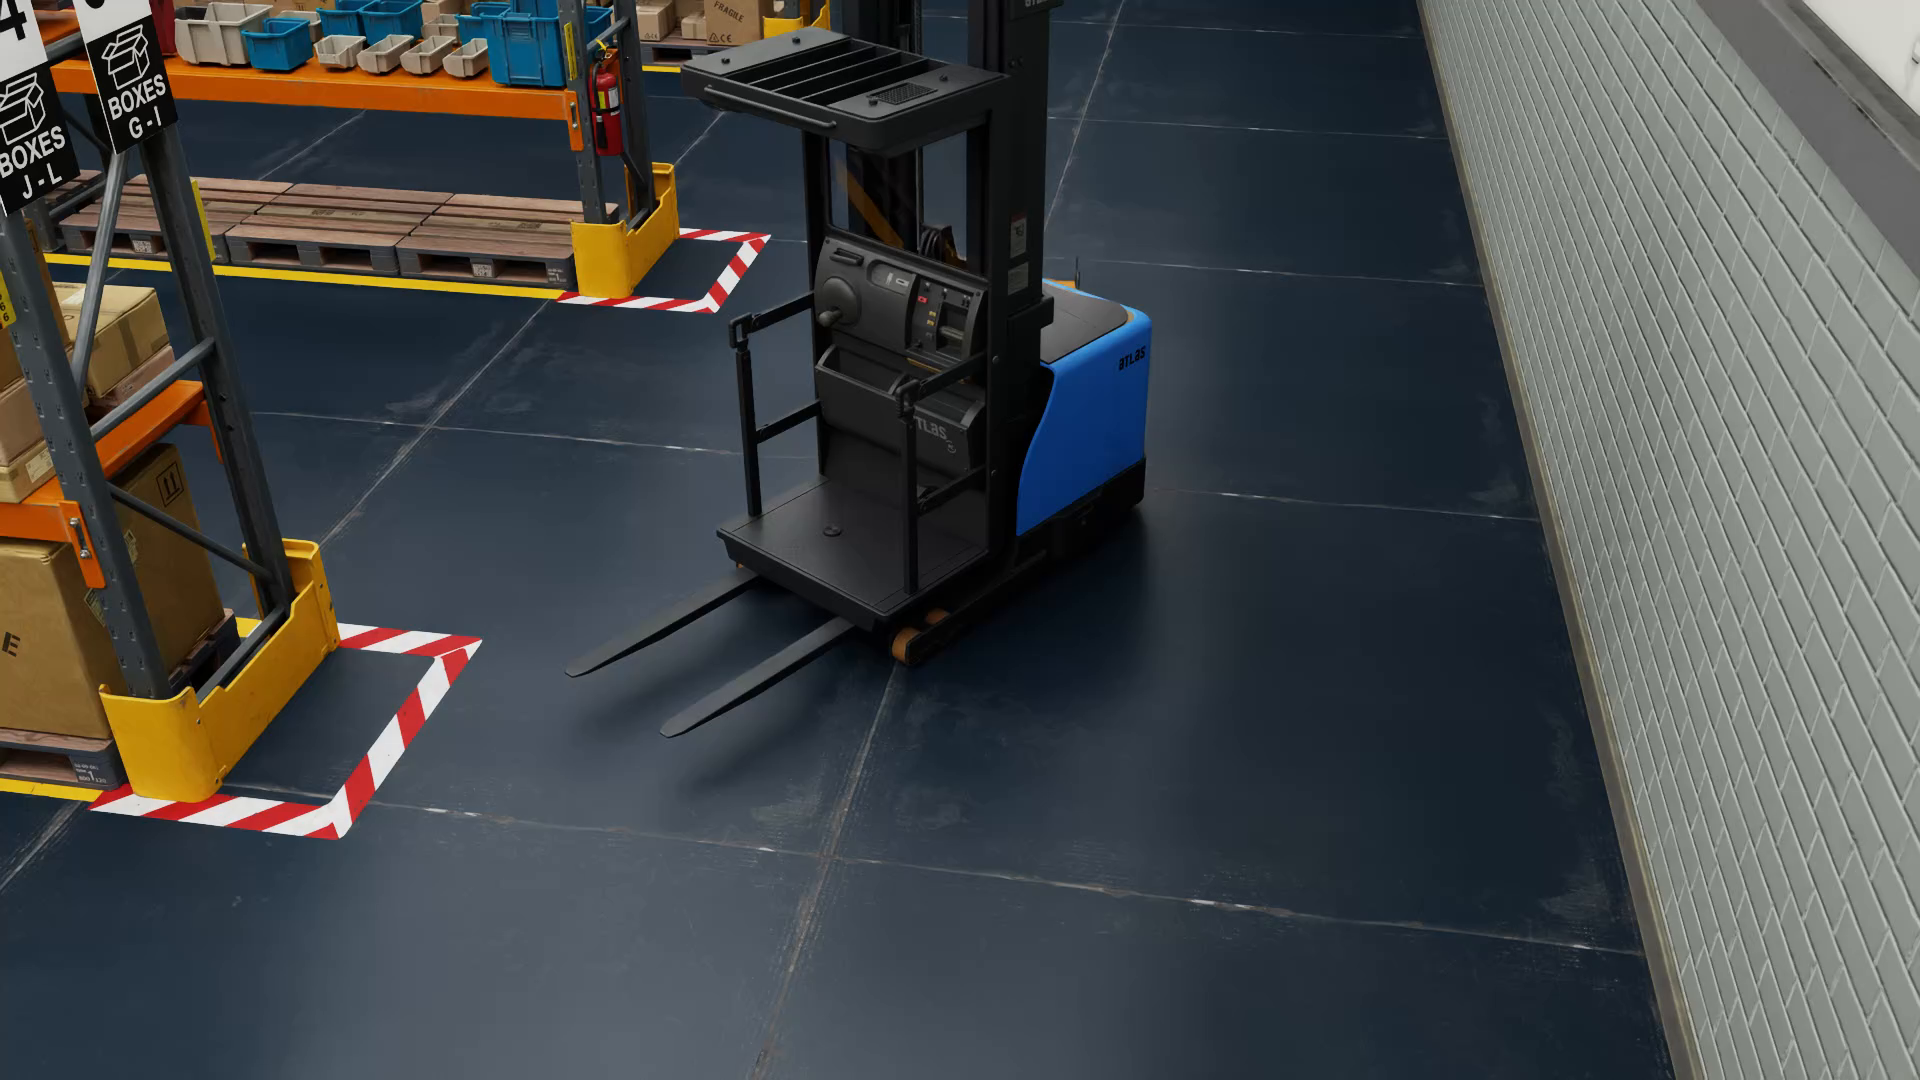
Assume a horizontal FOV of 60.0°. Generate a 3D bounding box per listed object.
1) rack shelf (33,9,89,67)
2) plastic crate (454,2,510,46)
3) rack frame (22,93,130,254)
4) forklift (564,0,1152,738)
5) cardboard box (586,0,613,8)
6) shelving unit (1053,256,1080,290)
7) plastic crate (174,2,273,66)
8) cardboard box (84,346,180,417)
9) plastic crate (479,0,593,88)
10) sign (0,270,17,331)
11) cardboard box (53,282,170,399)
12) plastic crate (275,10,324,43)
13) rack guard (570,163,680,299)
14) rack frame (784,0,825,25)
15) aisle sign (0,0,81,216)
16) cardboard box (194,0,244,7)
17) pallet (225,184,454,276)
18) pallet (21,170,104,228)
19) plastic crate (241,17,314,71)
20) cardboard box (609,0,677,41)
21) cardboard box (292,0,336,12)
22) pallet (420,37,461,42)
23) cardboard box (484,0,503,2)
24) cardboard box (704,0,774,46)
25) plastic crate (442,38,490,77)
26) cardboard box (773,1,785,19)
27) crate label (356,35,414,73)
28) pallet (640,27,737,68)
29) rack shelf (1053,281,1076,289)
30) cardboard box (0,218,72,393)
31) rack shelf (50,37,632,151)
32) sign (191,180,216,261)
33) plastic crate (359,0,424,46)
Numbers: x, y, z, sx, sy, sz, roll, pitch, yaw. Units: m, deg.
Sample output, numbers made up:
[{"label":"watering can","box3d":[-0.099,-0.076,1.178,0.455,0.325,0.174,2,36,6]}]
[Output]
[{"label":"rack shelf","box3d":[-5.051,-1.693,5.978,4.000,0.370,1.077,5,32,8]},{"label":"plastic crate","box3d":[-3.083,-3.345,10.869,0.300,0.233,0.416,5,32,8]},{"label":"rack frame","box3d":[-6.189,-3.495,11.007,0.127,3.000,1.000,5,32,8]},{"label":"forklift","box3d":[-0.411,-0.992,7.073,1.130,2.935,3.031,25,40,34]},{"label":"cardboard box","box3d":[-3.499,-5.049,15.427,0.637,0.503,0.797,5,32,8]},{"label":"shelving unit","box3d":[0.484,-0.974,8.817,0.252,1.050,0.215,0,32,0]},{"label":"plastic crate","box3d":[-4.715,-3.238,10.650,0.530,0.282,0.437,5,32,8]},{"label":"cardboard box","box3d":[-3.373,-0.645,6.691,0.250,0.149,0.380,6,32,9]},{"label":"plastic crate","box3d":[-2.607,-3.111,10.303,0.499,0.435,0.616,5,32,8]},{"label":"sign","box3d":[-3.184,-0.856,5.476,0.005,0.325,0.100,5,32,8]},{"label":"cardboard box","box3d":[-3.507,-0.794,6.553,0.500,0.250,0.500,4,32,7]},{"label":"plastic crate","box3d":[-4.422,-3.411,11.064,0.466,0.136,0.293,5,32,8]},{"label":"rack guard","box3d":[-2.220,-2.083,11.107,0.348,0.500,1.175,5,32,8]},{"label":"rack frame","box3d":[-1.409,-5.728,14.575,0.127,3.000,1.000,5,32,8]},{"label":"aisle sign","box3d":[-3.059,-1.486,5.347,0.004,0.787,0.394,5,32,8]},{"label":"cardboard box","box3d":[-6.866,-5.200,15.672,0.500,0.500,0.500,6,32,9]},{"label":"pallet","box3d":[-4.251,-2.160,11.502,1.213,0.211,1.003,5,32,8]},{"label":"pallet","box3d":[-6.942,-2.404,11.891,1.213,0.211,1.003,5,32,8]},{"label":"plastic crate","box3d":[-4.313,-3.142,10.543,0.300,0.233,0.416,5,32,8]},{"label":"cardboard box","box3d":[-2.918,-4.769,15.220,0.500,0.250,0.500,5,32,8]},{"label":"cardboard box","box3d":[-5.886,-5.106,15.522,0.500,0.500,0.500,5,32,8]},{"label":"pallet","box3d":[-4.675,-4.841,15.786,1.213,0.211,1.003,5,32,8]},{"label":"cardboard box","box3d":[-4.363,-5.159,15.937,0.250,0.149,0.380,5,32,8]},{"label":"cardboard box","box3d":[-1.986,-4.775,14.993,0.500,0.500,0.500,5,32,8]},{"label":"plastic crate","box3d":[-3.080,-3.030,10.455,0.243,0.136,0.396,5,32,8]},{"label":"cardboard box","box3d":[-1.764,-4.924,15.561,0.250,0.149,0.380,5,32,8]},{"label":"crate label","box3d":[-3.642,-3.075,10.528,0.243,0.136,0.396,5,32,8]},{"label":"pallet","box3d":[-2.270,-4.624,15.438,1.213,0.211,1.003,5,32,8]},{"label":"rack shelf","box3d":[0.484,-1.206,8.672,0.240,0.259,0.215,0,32,0]},{"label":"cardboard box","box3d":[-3.604,-0.834,5.910,0.500,0.500,0.500,6,32,9]},{"label":"rack shelf","box3d":[-4.217,-3.012,10.912,4.000,0.370,1.077,5,32,8]},{"label":"sign","box3d":[-2.980,-1.238,6.510,0.005,0.325,0.100,5,32,8]},{"label":"plastic crate","box3d":[-3.732,-3.404,10.963,0.300,0.233,0.416,5,32,8]}]
